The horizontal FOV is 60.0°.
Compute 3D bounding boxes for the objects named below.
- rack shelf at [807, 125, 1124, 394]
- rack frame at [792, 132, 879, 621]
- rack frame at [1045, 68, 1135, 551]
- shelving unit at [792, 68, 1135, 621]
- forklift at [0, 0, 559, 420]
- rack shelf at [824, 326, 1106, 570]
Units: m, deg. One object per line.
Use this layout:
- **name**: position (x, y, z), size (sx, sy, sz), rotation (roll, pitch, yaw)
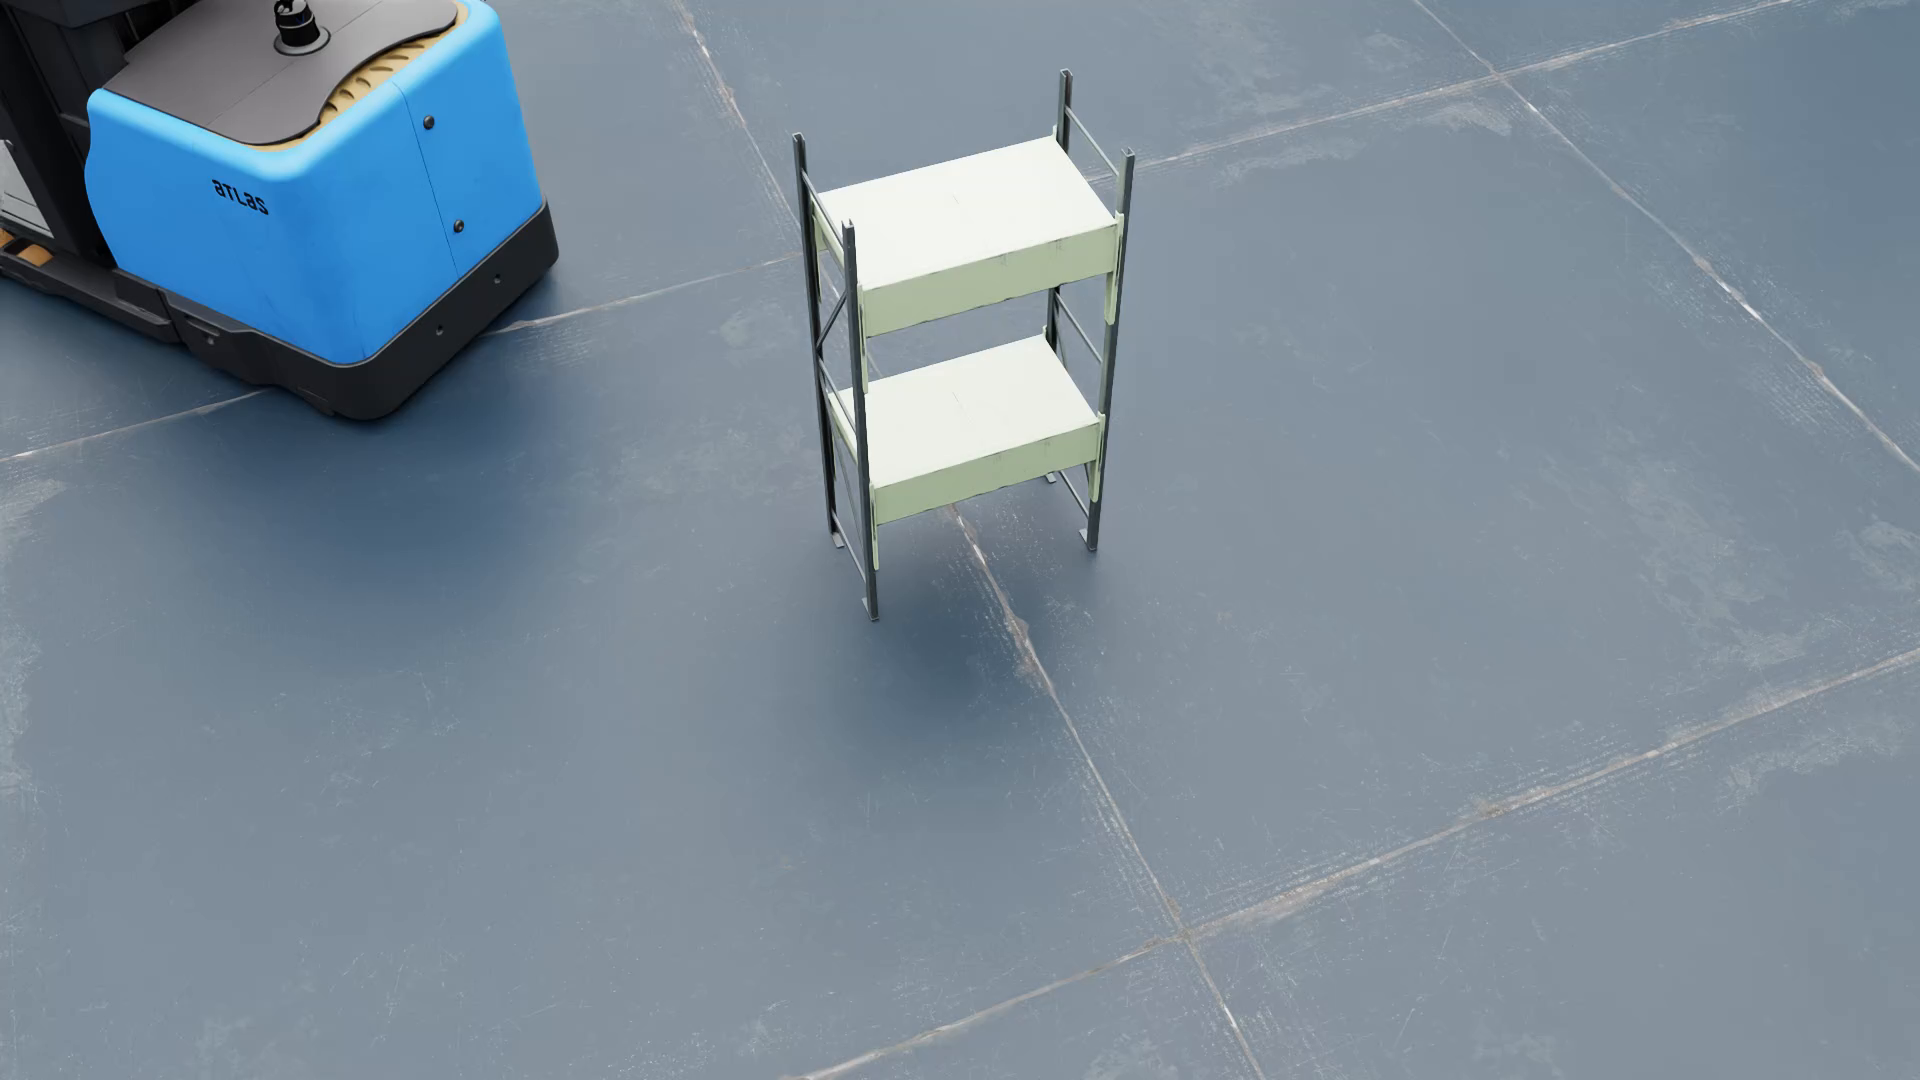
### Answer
- **rack shelf**: position (0.006, -0.745, 4.387), size (0.720, 0.370, 0.431), rotation (-17, 52, -14)
- **rack frame**: position (-0.333, -0.386, 4.593), size (0.023, 1.500, 0.400), rotation (-17, 52, -14)
- **rack frame**: position (0.345, -0.596, 4.773), size (0.023, 1.500, 0.400), rotation (-17, 52, -14)
- **shelving unit**: position (0.006, -0.491, 4.683), size (0.755, 1.500, 0.431), rotation (-17, 52, -14)
- **forklift**: position (-2.998, -2.180, 5.191), size (3.031, 2.935, 1.130), rotation (23, 53, 18)
- **rack shelf**: position (0.006, -0.278, 4.930), size (0.720, 0.370, 0.431), rotation (-17, 52, -14)
